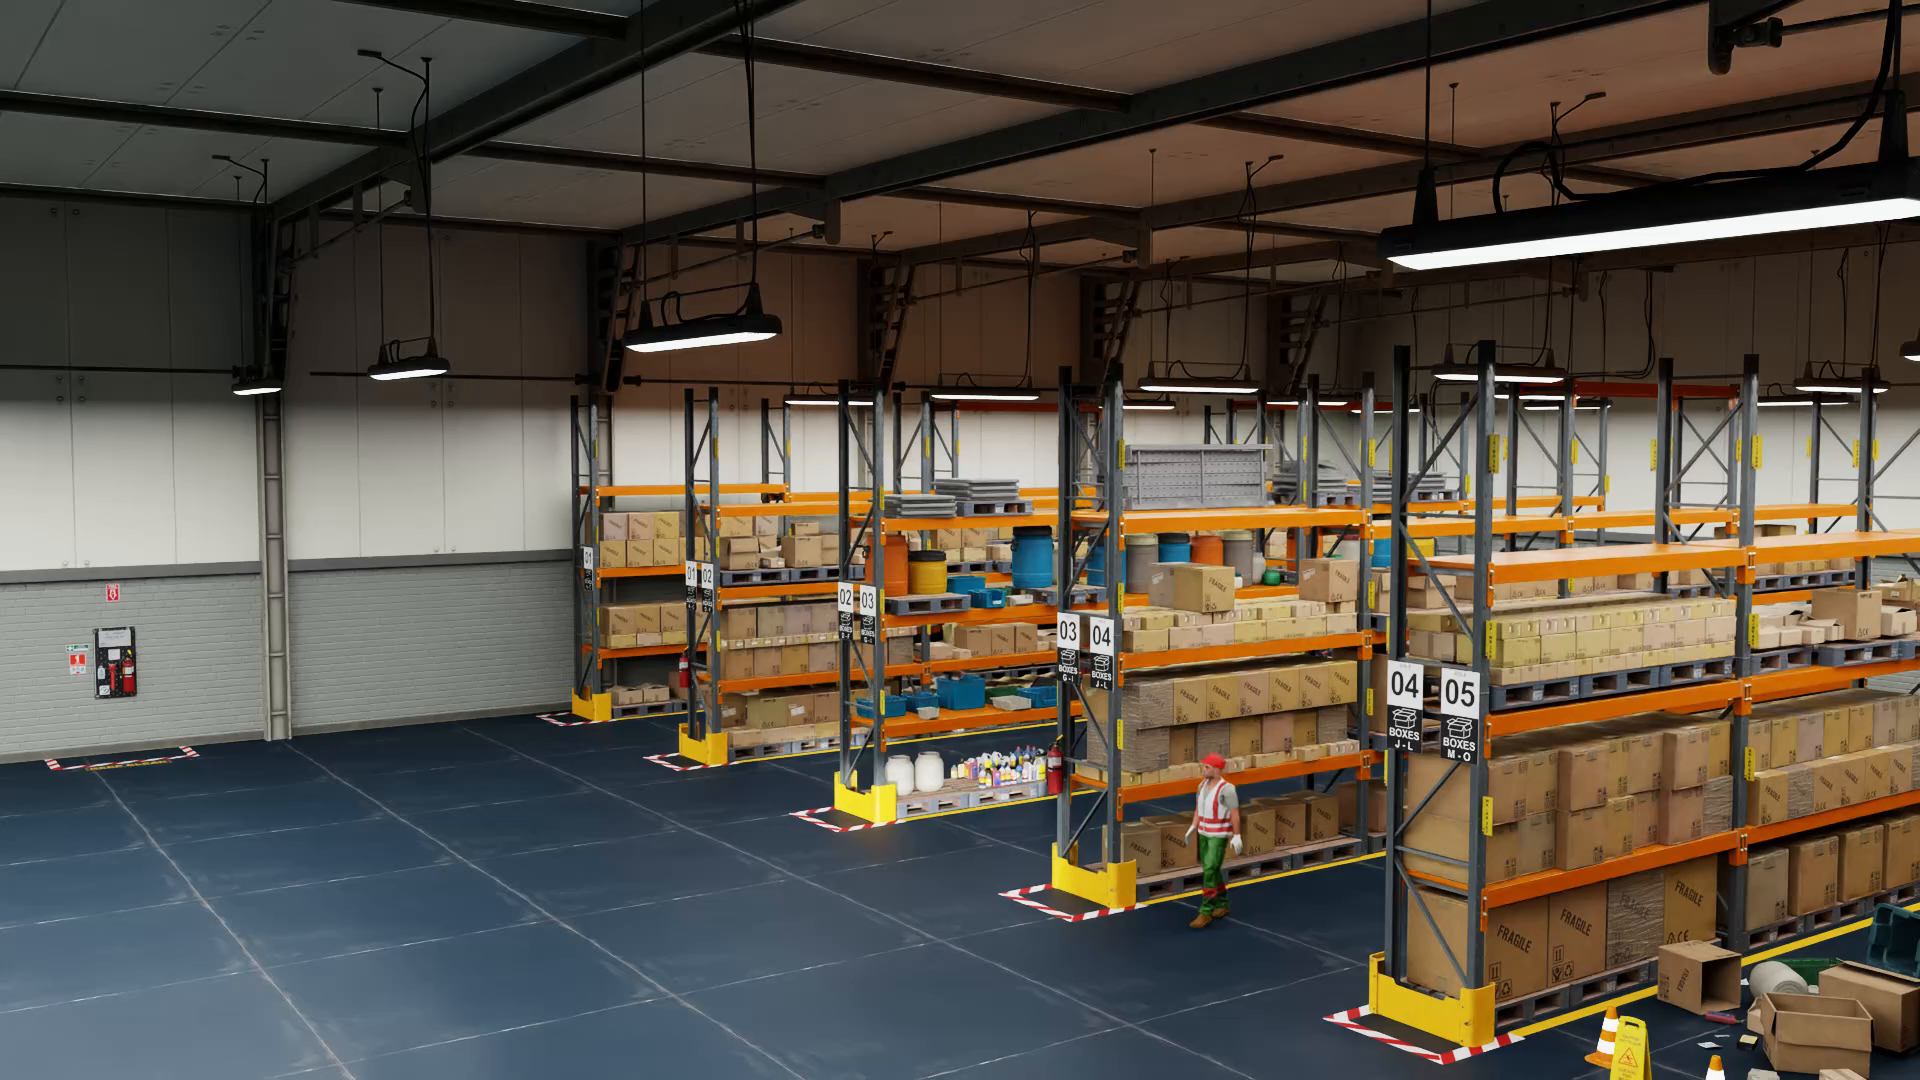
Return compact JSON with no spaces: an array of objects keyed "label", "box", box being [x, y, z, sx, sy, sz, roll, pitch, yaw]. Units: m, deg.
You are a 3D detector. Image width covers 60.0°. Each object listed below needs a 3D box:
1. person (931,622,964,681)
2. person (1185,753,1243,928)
[{"label":"person","box":[-0.239,2.084,33.789,0.686,1.561,0.492,-2,4,-25]},{"label":"person","box":[2.629,3.191,17.859,0.732,1.780,0.597,-2,4,-29]}]
